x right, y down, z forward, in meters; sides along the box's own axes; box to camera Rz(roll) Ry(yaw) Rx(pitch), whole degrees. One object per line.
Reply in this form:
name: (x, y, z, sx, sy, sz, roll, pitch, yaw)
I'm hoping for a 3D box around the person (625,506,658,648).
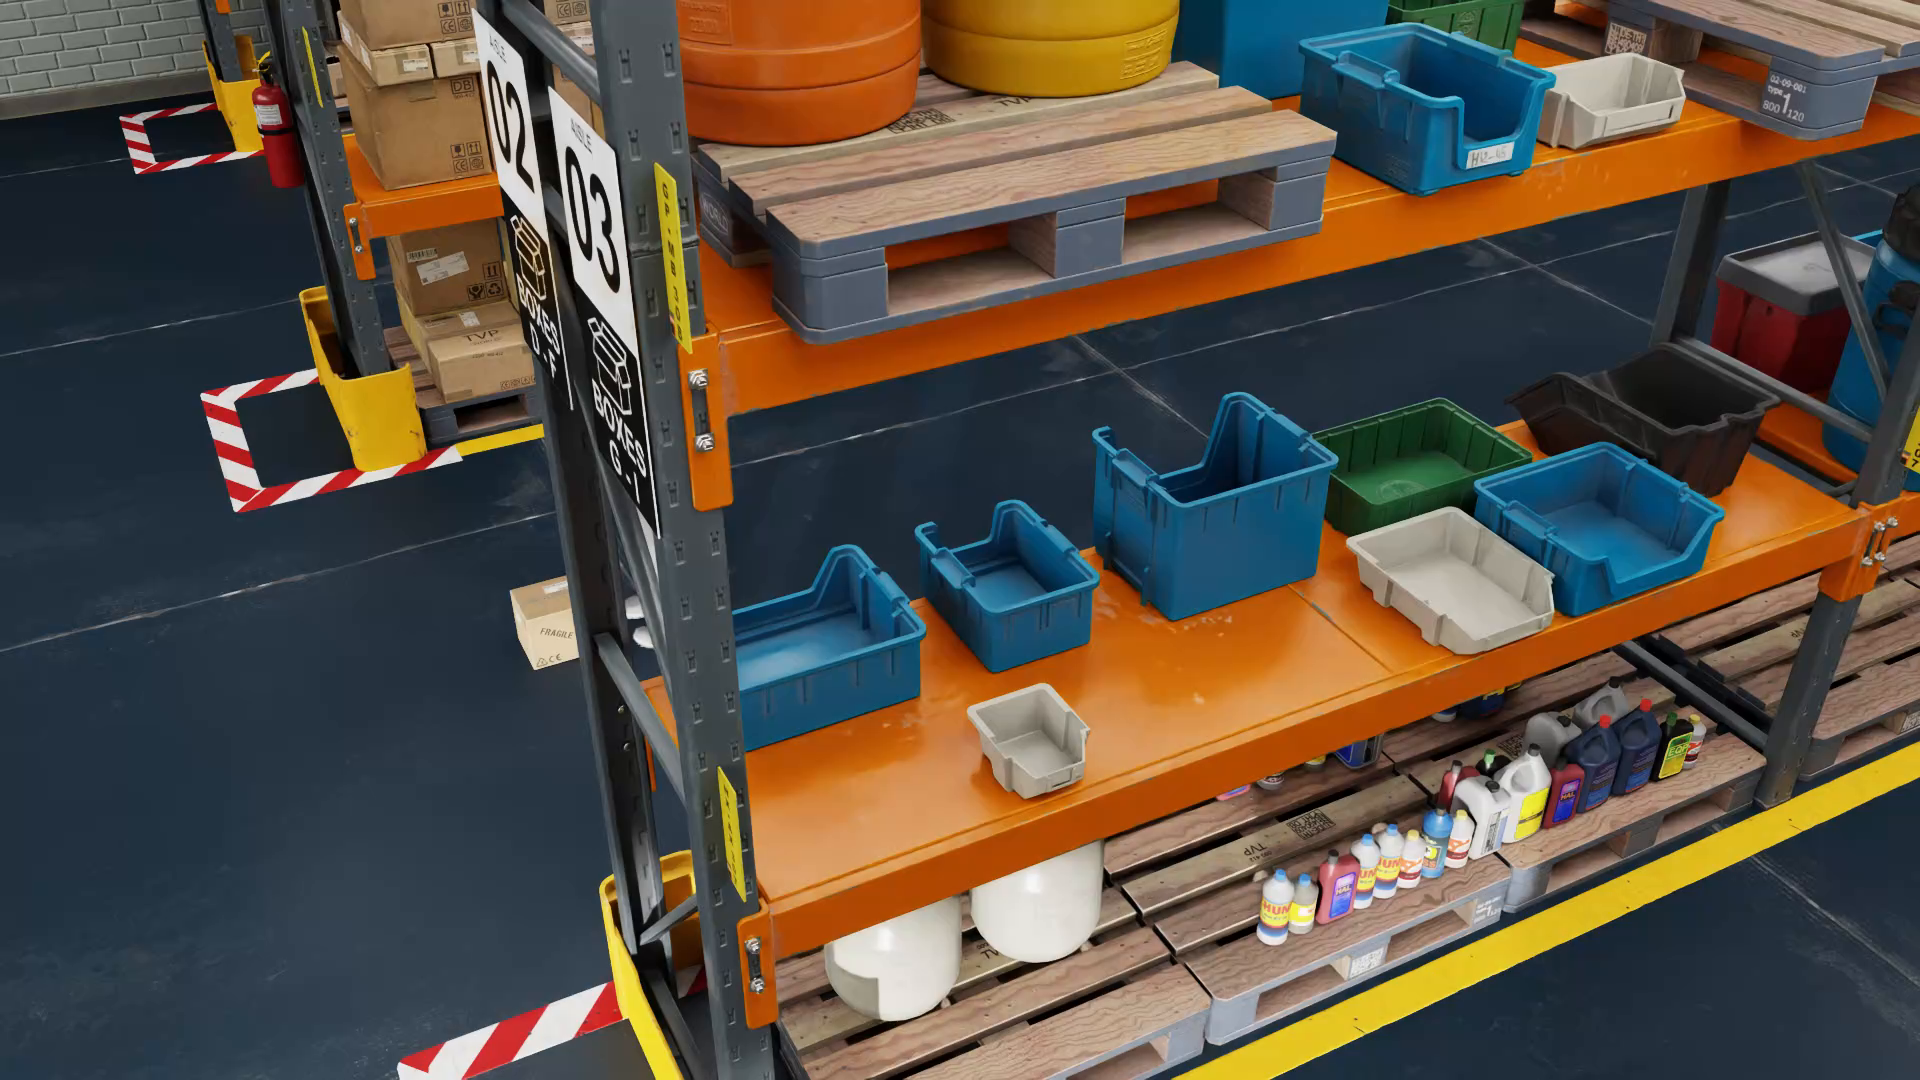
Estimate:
person: (-1.262, -0.367, 6.698, 0.387, 1.670, 0.506, -17, 37, -24)
